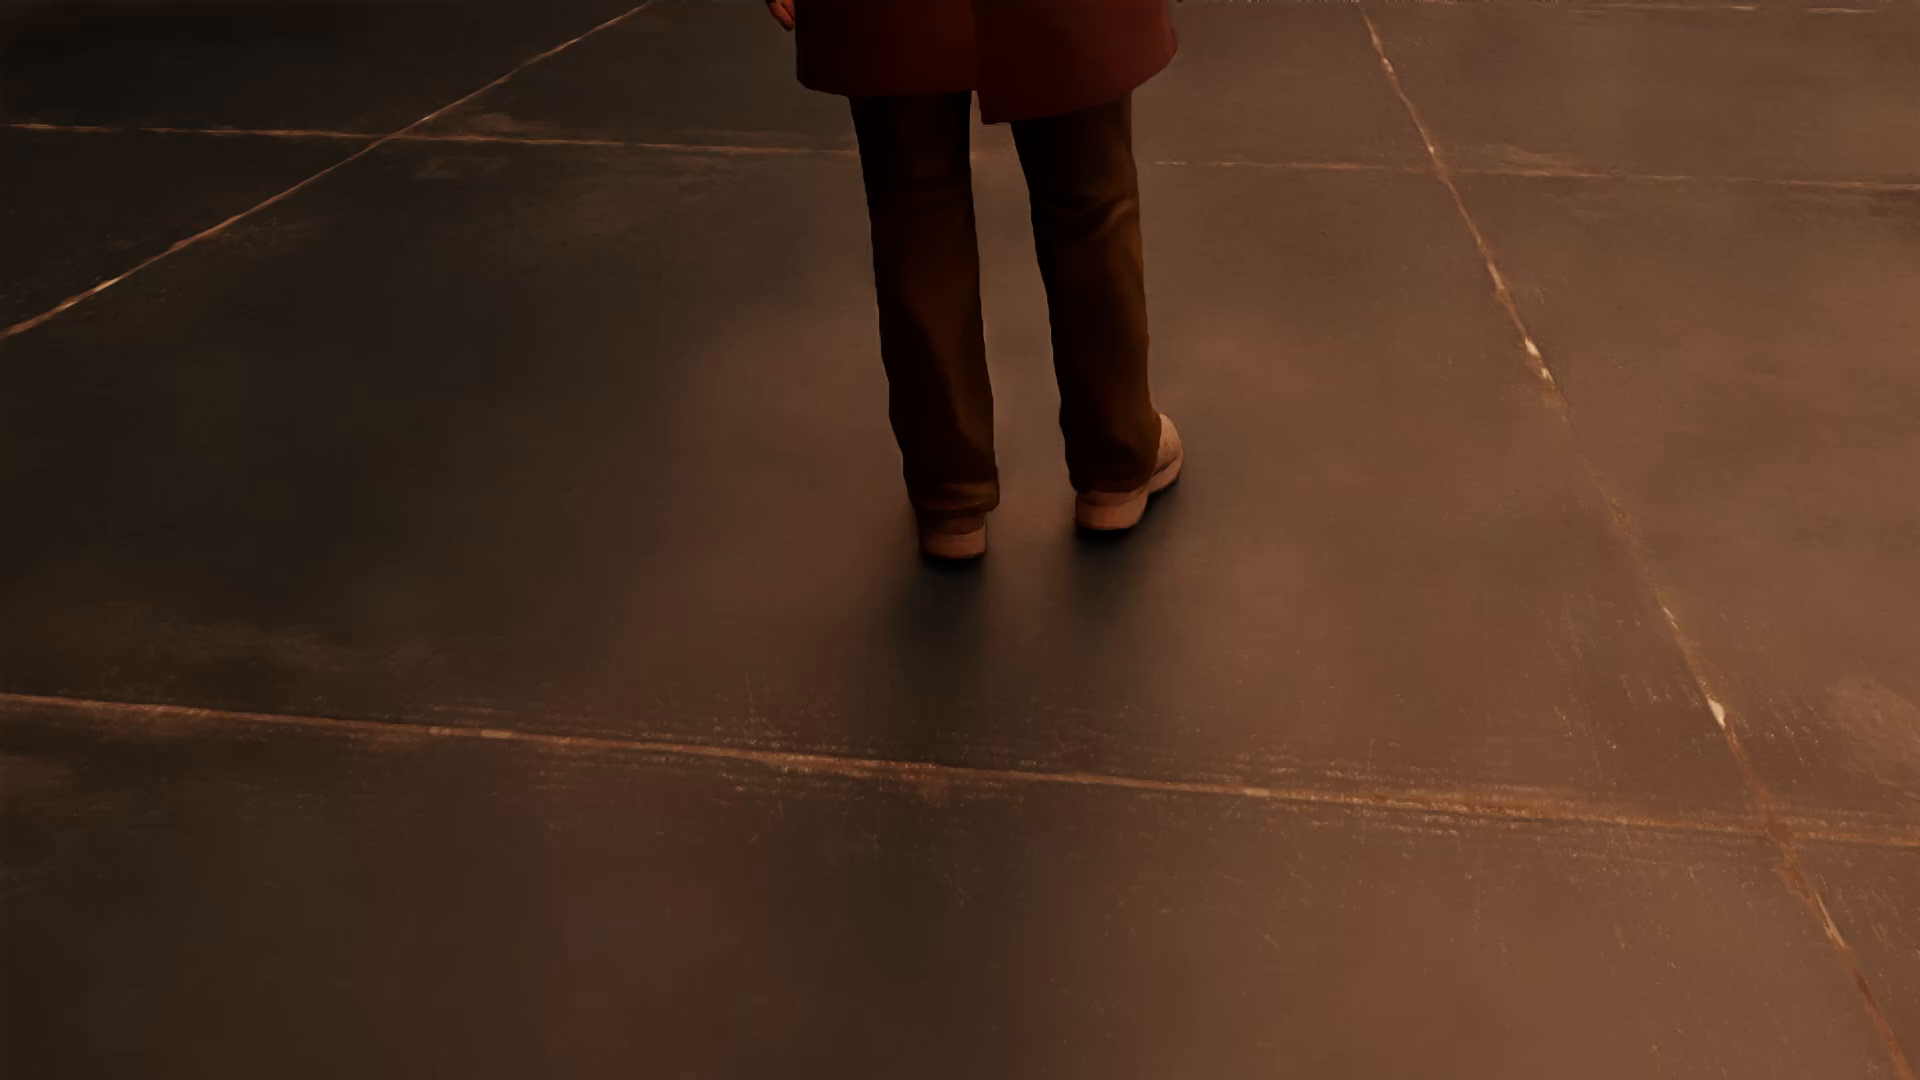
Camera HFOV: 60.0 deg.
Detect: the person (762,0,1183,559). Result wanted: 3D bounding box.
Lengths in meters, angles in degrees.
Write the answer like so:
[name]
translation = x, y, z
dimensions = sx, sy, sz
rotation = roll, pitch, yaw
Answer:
[person]
translation = 0.017, -0.842, 2.180
dimensions = 0.694, 1.776, 0.580
rotation = 3, 27, 7
